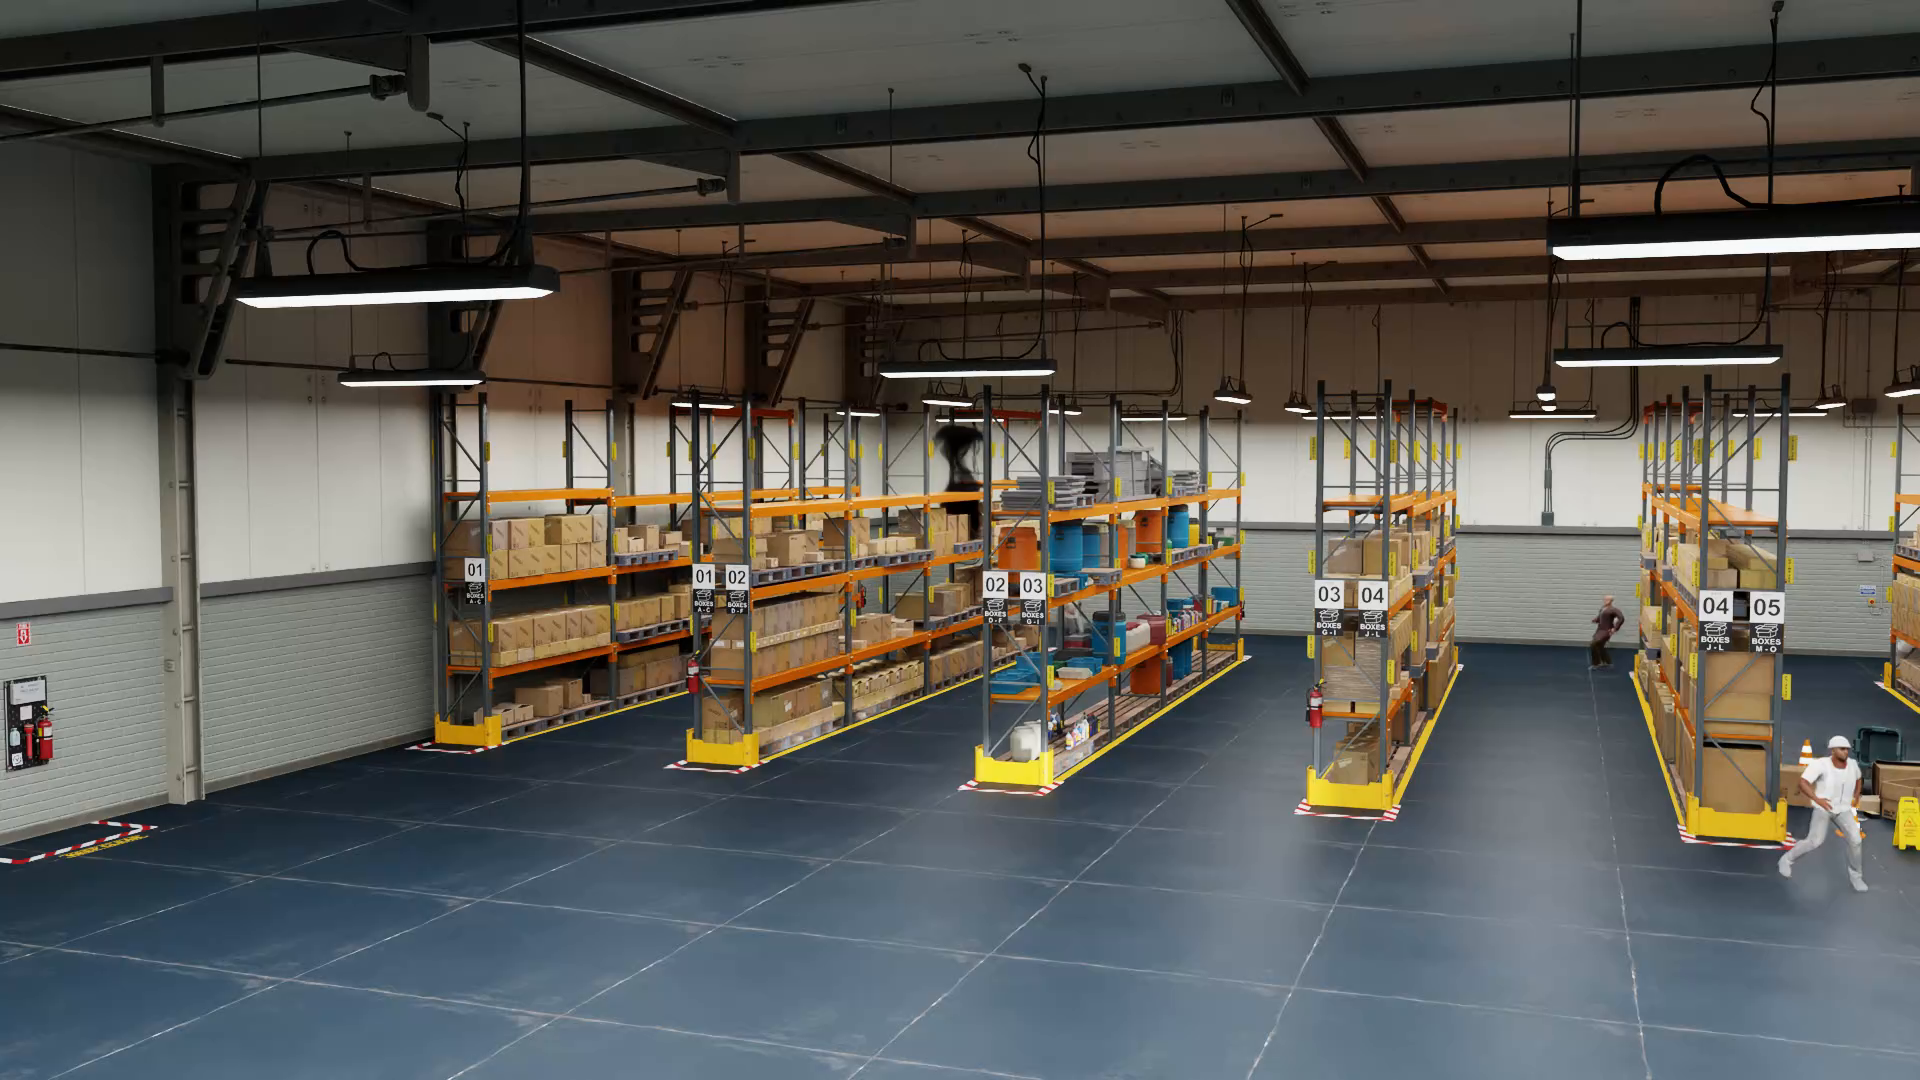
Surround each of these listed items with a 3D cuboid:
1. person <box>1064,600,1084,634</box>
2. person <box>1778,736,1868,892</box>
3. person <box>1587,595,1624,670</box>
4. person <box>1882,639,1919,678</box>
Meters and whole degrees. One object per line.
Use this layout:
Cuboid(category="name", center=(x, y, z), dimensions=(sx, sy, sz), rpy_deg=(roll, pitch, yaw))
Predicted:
Cuboid(category="person", center=(2.831, 1.956, 41.932), dimensions=(0.617, 1.680, 0.824), rpy_deg=(-1, 3, -19))
Cuboid(category="person", center=(10.033, 3.128, 19.191), dimensions=(0.921, 1.757, 0.757), rpy_deg=(0, 3, -9))
Cuboid(category="person", center=(14.740, 2.134, 38.017), dimensions=(0.683, 1.776, 0.714), rpy_deg=(0, 3, 5))
Cuboid(category="person", center=(20.639, 2.184, 36.185), dimensions=(1.040, 1.759, 0.765), rpy_deg=(2, 4, 39))
